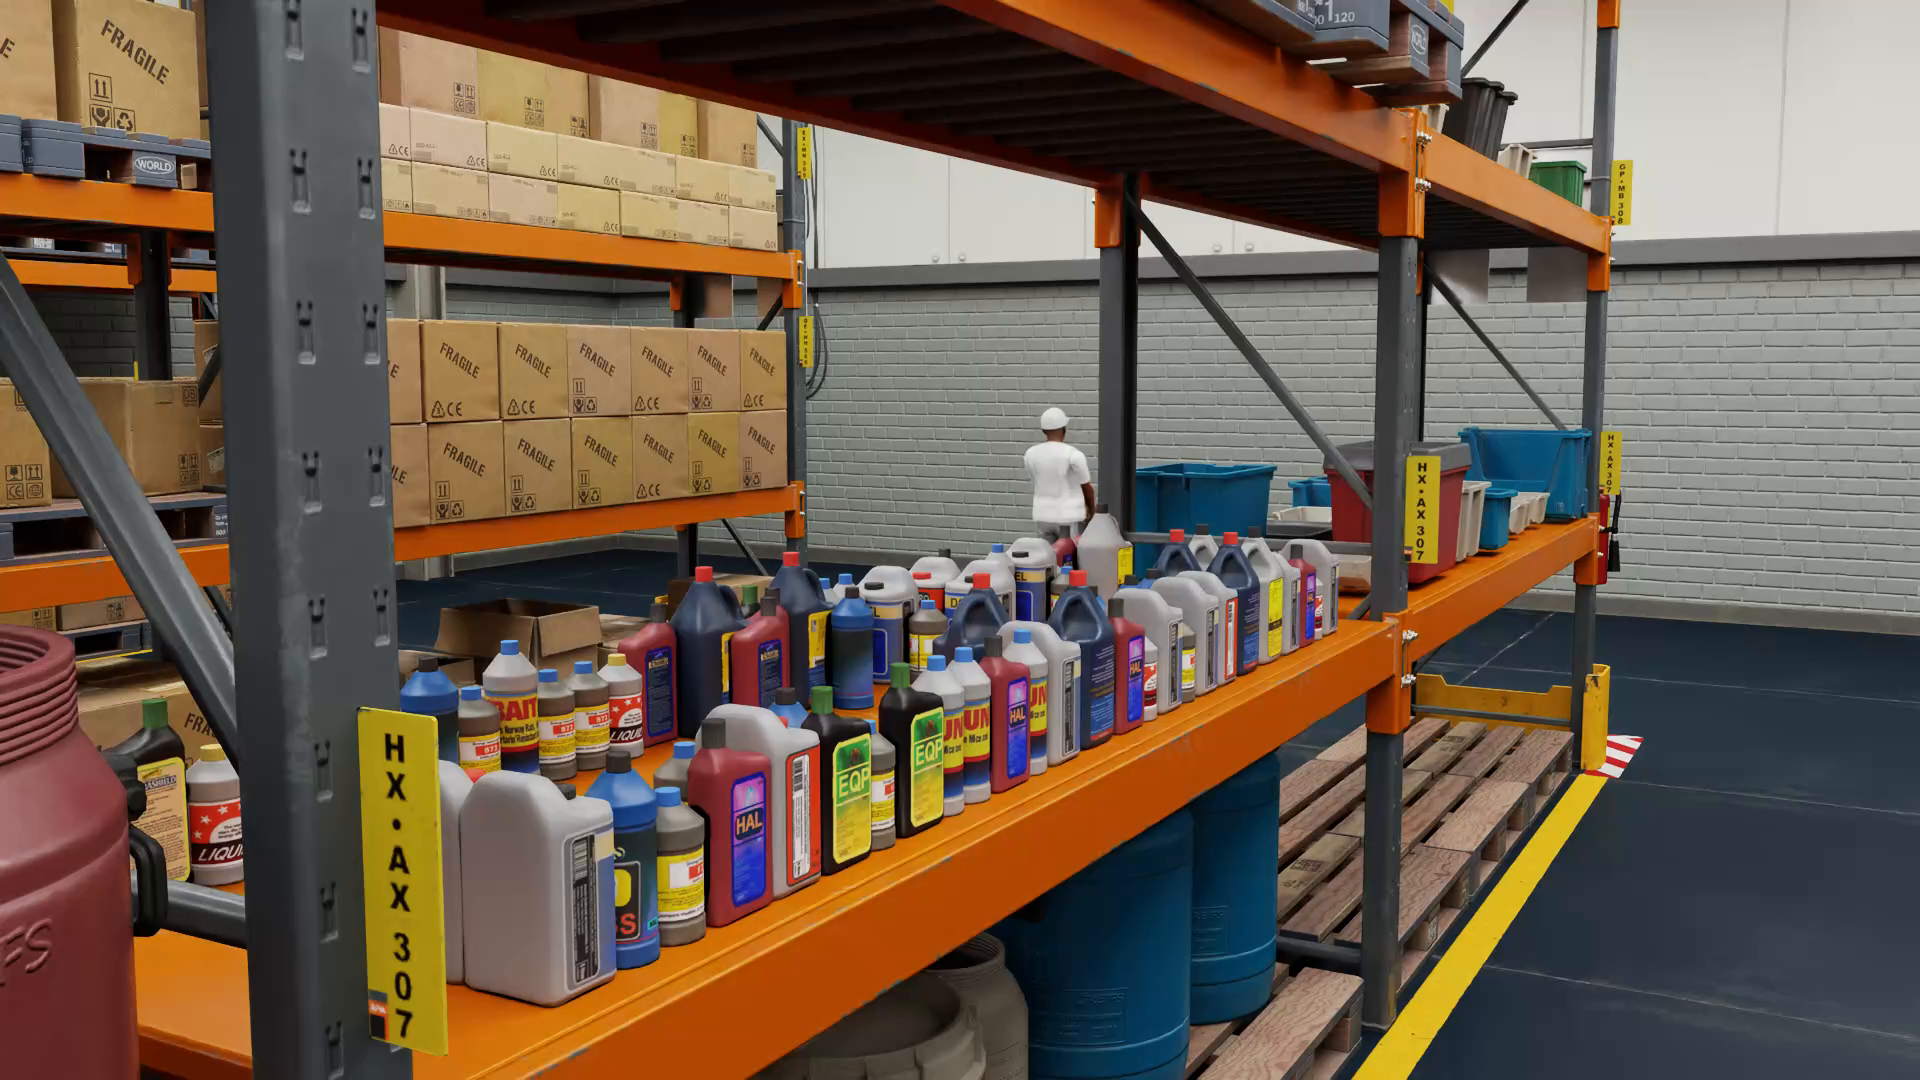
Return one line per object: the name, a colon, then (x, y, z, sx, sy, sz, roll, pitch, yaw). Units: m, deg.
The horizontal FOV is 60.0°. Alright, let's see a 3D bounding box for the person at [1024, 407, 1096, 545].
person: (0.817, -0.154, 13.000, 0.516, 1.770, 0.571, 4, 7, 33)
